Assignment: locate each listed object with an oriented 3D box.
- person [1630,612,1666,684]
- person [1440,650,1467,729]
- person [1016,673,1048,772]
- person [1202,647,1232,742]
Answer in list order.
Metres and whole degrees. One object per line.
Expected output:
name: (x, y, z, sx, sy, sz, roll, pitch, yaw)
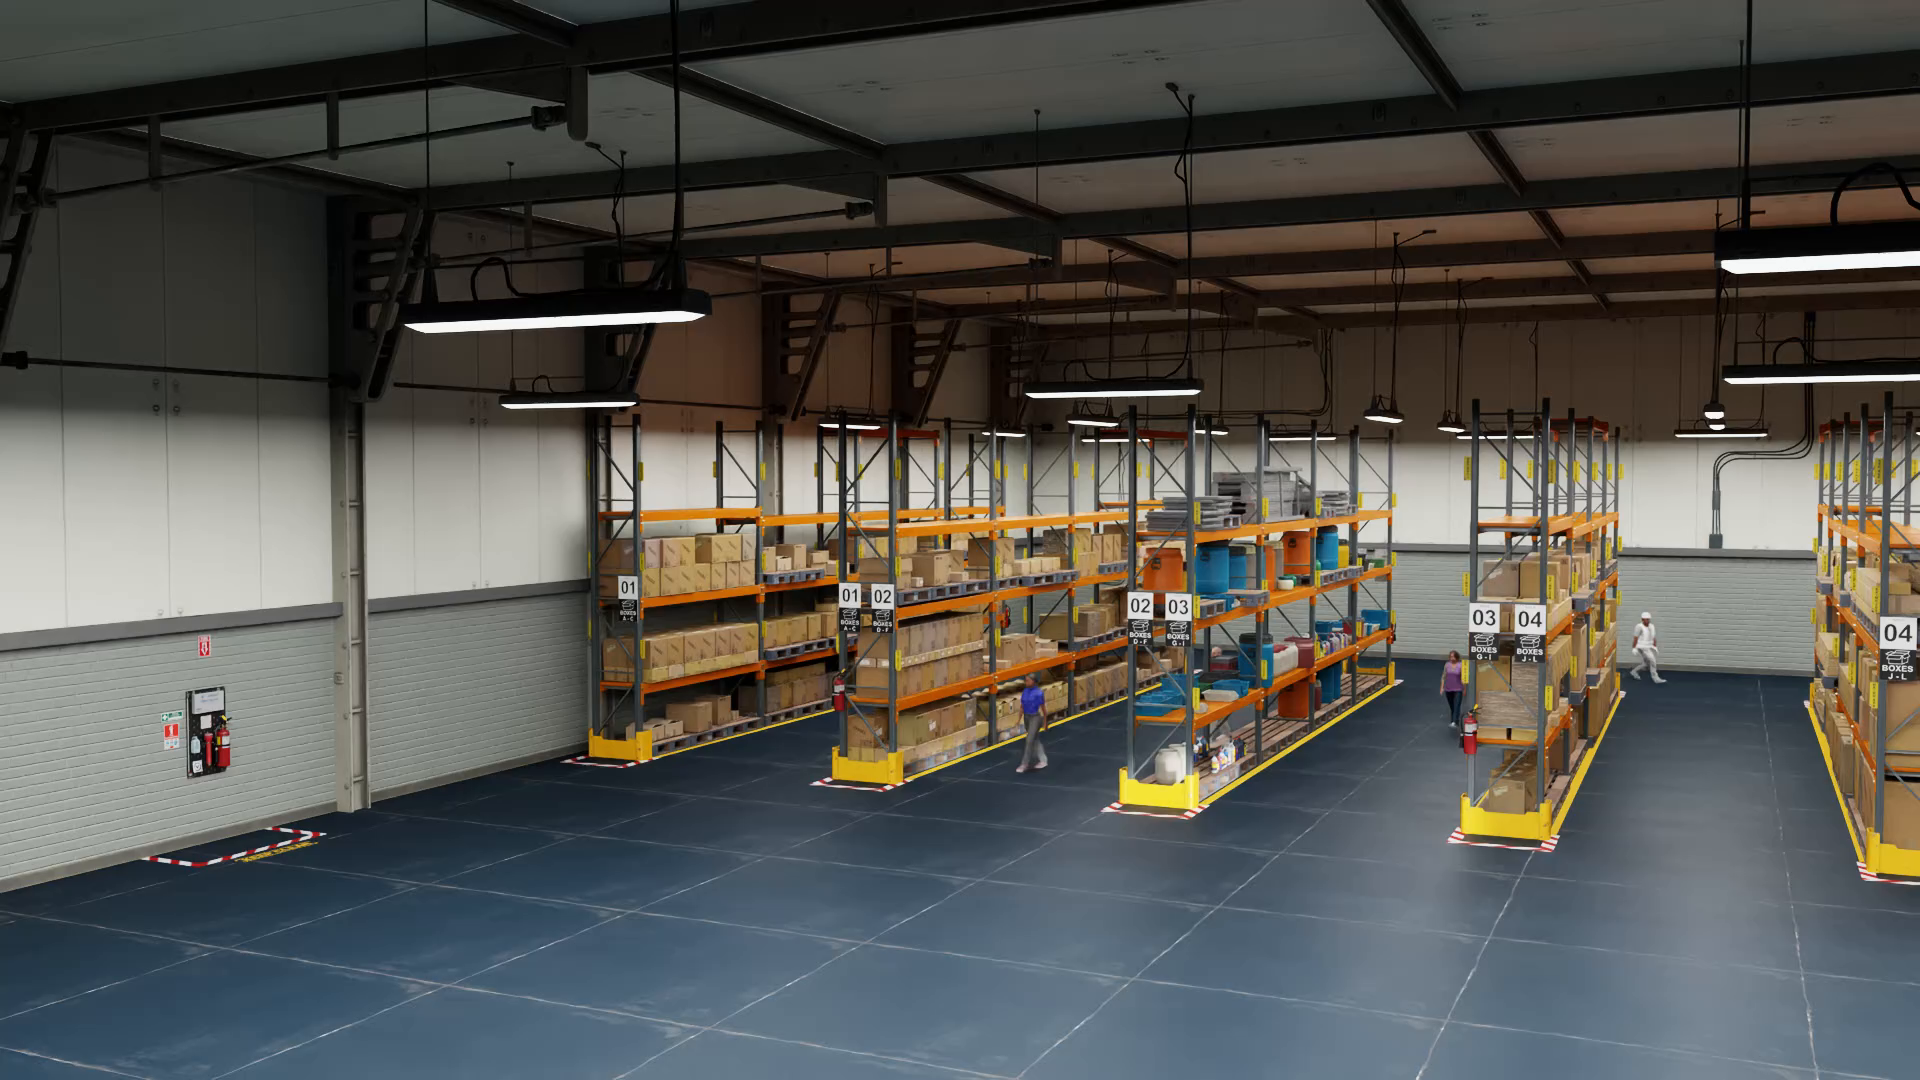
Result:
person: (16.329, 2.546, 39.498, 0.543, 1.673, 1.102, -1, 3, -29)
person: (9.492, 2.897, 32.045, 0.438, 1.541, 1.009, 2, 3, 35)
person: (1.156, 3.026, 27.732, 0.890, 1.620, 0.513, -2, 3, -38)
person: (4.654, 2.845, 30.607, 0.986, 1.744, 0.621, -1, 3, -30)
